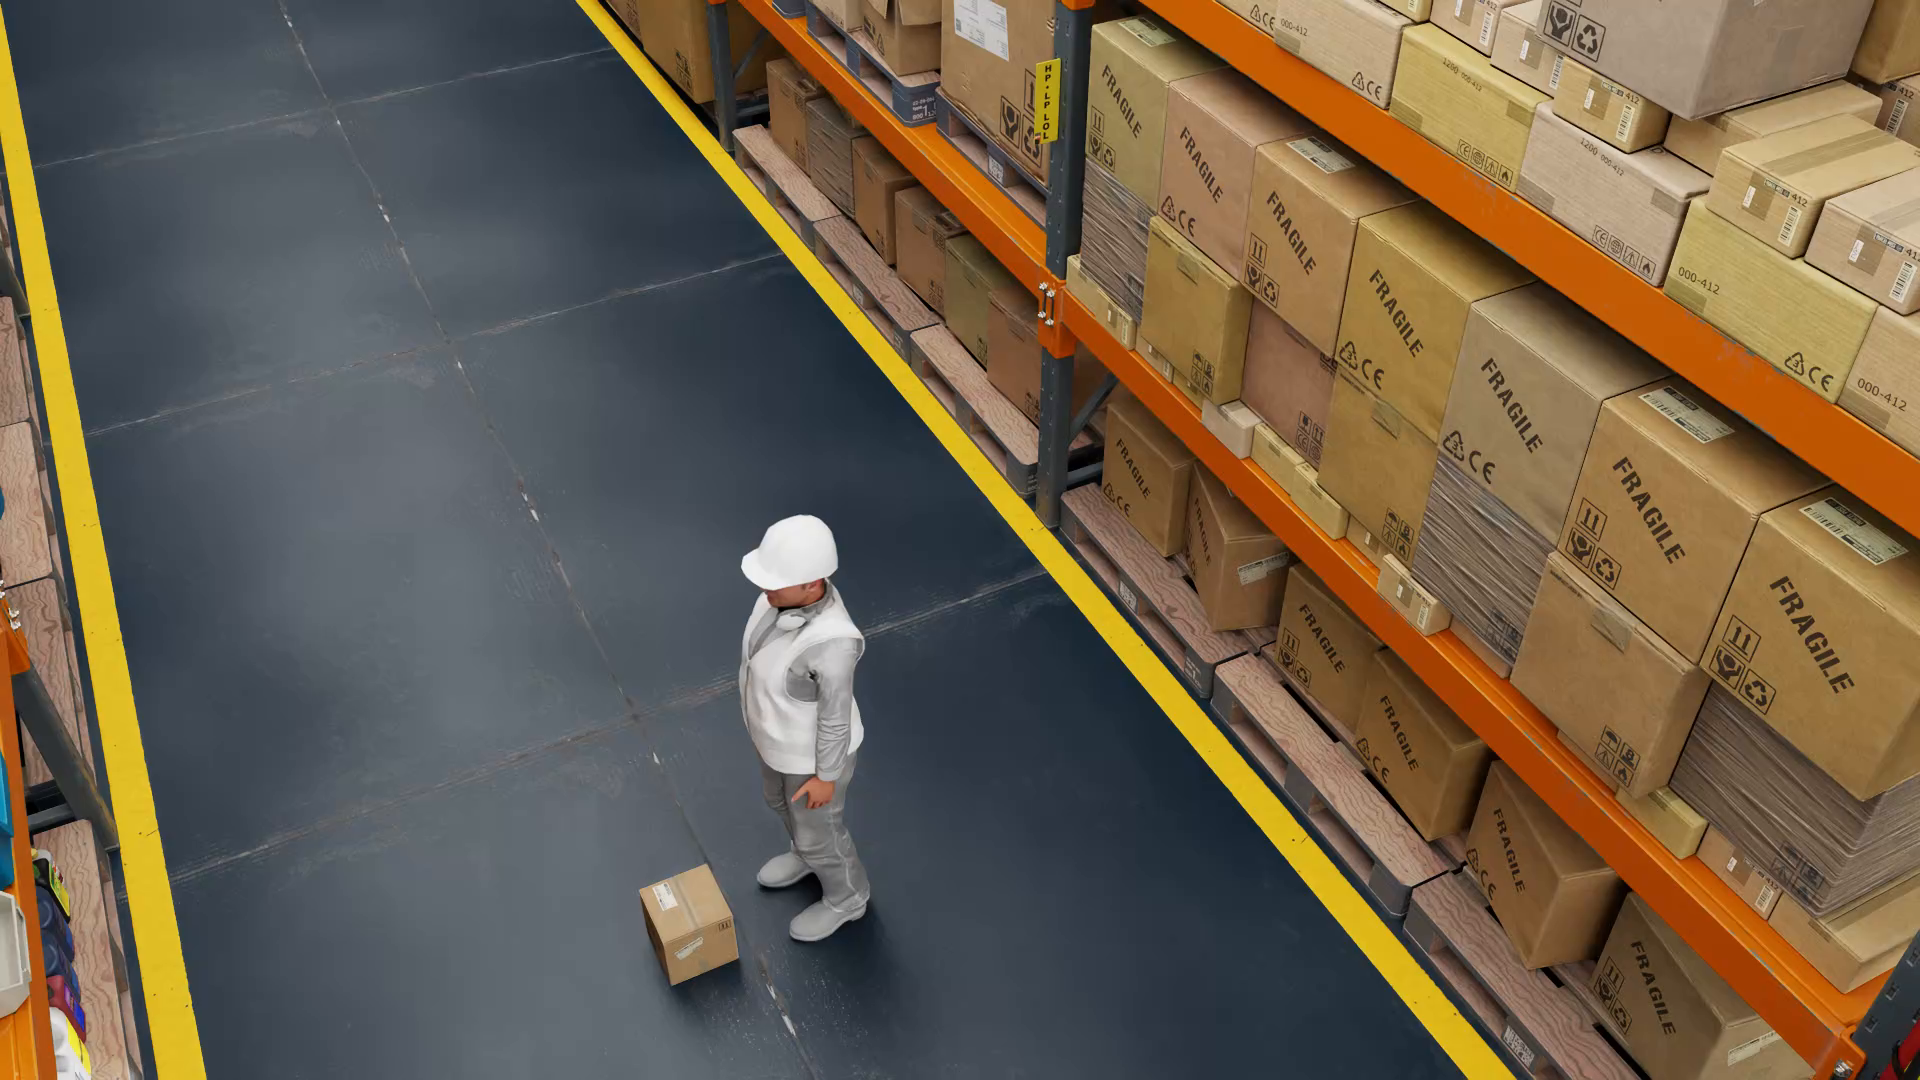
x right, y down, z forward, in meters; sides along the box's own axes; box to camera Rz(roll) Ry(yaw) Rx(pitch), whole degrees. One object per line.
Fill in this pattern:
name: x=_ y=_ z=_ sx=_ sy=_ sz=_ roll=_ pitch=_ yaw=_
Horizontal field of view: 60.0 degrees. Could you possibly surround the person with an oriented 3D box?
person: x=-0.509 y=0.626 z=5.421 sx=0.359 sy=1.767 sz=0.531 roll=-18 pitch=44 yaw=-19
